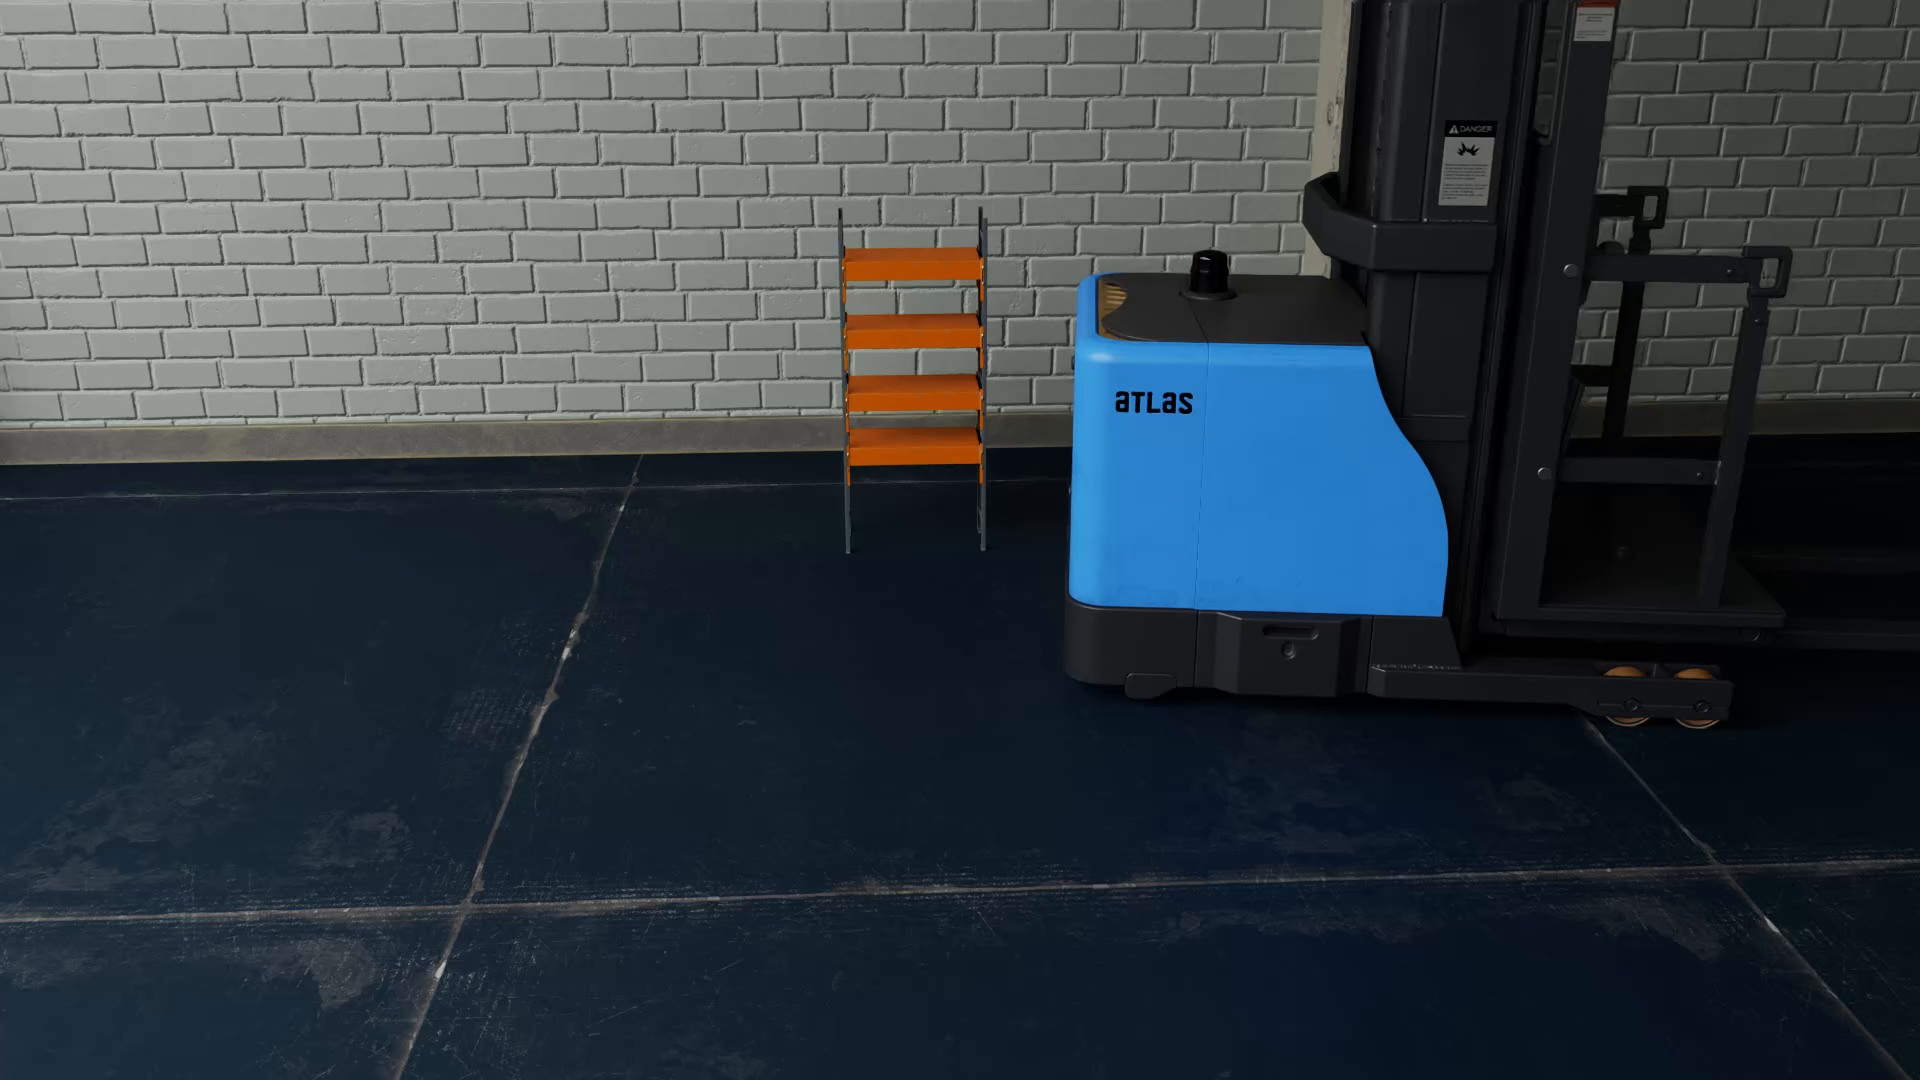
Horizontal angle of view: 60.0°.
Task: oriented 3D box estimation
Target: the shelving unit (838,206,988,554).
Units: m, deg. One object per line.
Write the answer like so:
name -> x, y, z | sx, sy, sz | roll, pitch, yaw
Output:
shelving unit -> -0.165, -0.557, 5.899 | 0.503, 1.200, 0.258 | -1, 21, -3

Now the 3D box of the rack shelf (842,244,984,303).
rack shelf -> -0.165, -0.925, 5.759 | 0.480, 0.148, 0.258 | -1, 21, -3

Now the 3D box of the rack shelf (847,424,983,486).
rack shelf -> -0.165, -0.309, 5.993 | 0.480, 0.148, 0.258 | -1, 21, -3

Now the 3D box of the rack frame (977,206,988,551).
rack frame -> 0.078, -0.562, 5.912 | 0.015, 1.200, 0.240 | -1, 21, -3

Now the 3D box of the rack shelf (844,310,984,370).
rack shelf -> -0.165, -0.704, 5.843 | 0.480, 0.148, 0.258 | -1, 21, -3

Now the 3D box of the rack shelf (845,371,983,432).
rack shelf -> -0.165, -0.494, 5.923 | 0.480, 0.148, 0.258 | -1, 21, -3

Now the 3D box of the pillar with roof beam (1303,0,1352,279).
pillar with roof beam -> 1.898, -3.061, 1.512 | 0.400, 9.000, 9.100 | -1, 21, -3

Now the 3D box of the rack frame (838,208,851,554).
rack frame -> -0.409, -0.552, 5.886 | 0.015, 1.200, 0.240 | -1, 21, -3

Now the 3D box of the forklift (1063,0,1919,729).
forklift -> 1.847, -1.031, 4.711 | 3.031, 2.935, 1.130 | 2, 21, 4
